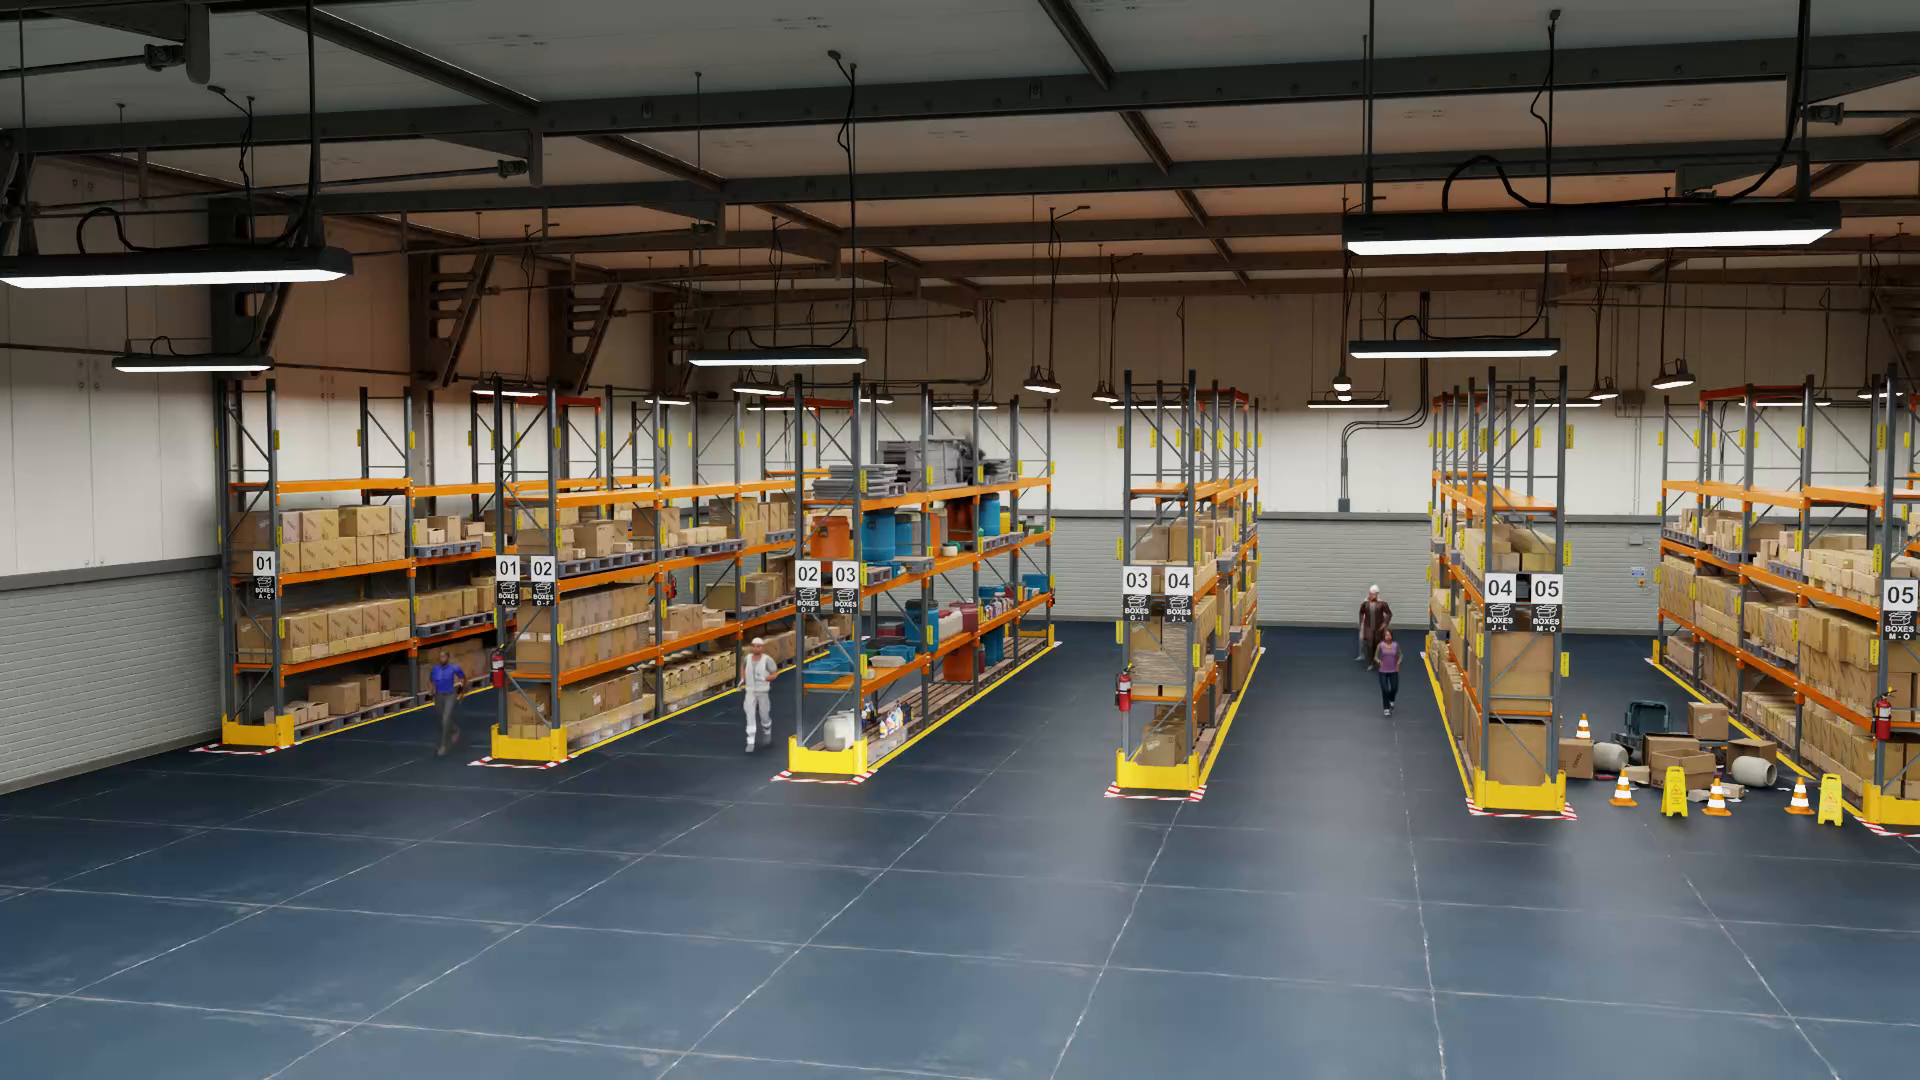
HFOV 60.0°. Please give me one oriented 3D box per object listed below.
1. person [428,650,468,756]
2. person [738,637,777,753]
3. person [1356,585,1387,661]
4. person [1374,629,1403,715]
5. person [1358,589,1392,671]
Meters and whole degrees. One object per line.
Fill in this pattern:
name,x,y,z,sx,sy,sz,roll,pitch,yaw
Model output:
person,-8.263,2.587,26.768,0.616,1.661,0.847,1,3,9
person,-3.270,2.466,26.872,0.665,1.793,0.922,0,3,7
person,9.388,1.882,37.811,0.724,1.718,0.709,2,4,35
person,7.783,2.453,30.206,0.527,1.464,0.543,1,3,10
person,9.057,1.960,36.308,0.725,1.762,0.765,2,4,24
